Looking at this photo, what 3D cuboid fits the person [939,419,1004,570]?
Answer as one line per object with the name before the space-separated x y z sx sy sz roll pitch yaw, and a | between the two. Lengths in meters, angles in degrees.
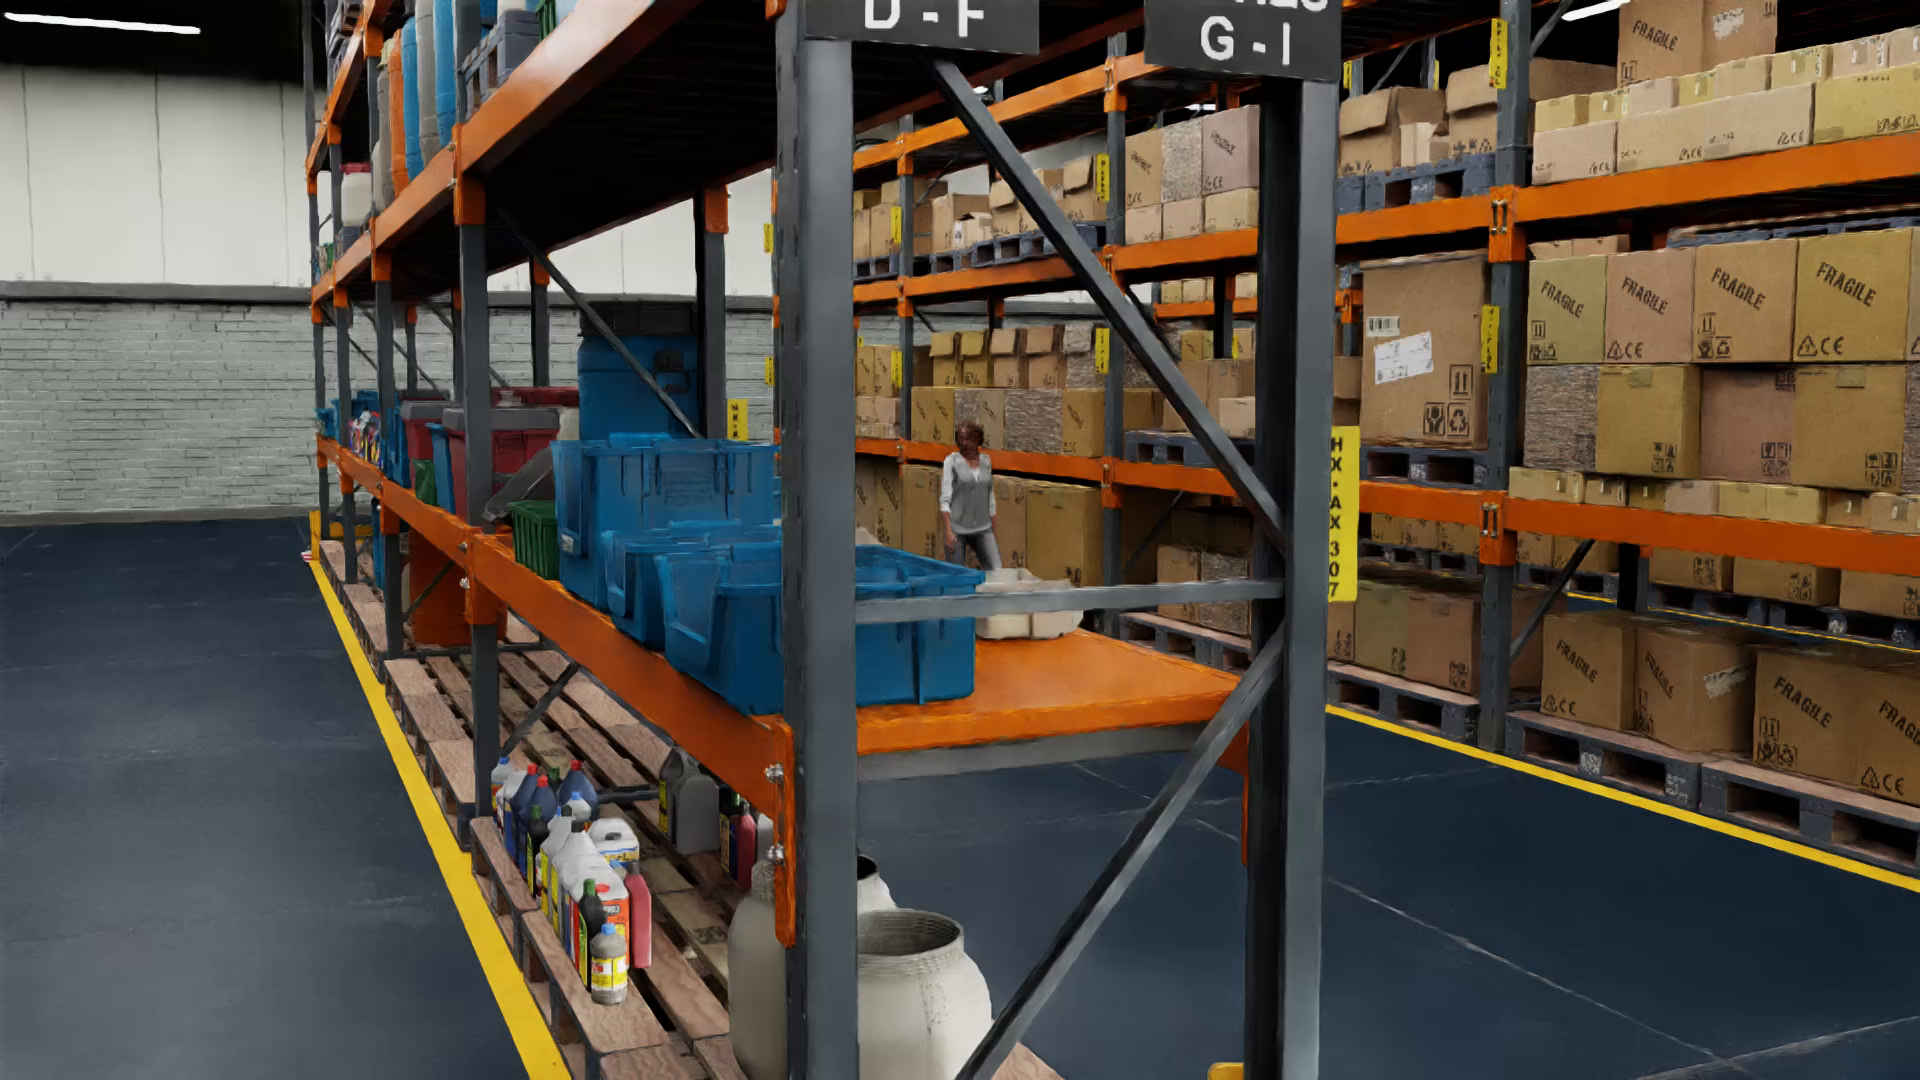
person | 0.075 -0.050 11.601 0.462 1.584 0.436 -3 6 -27
